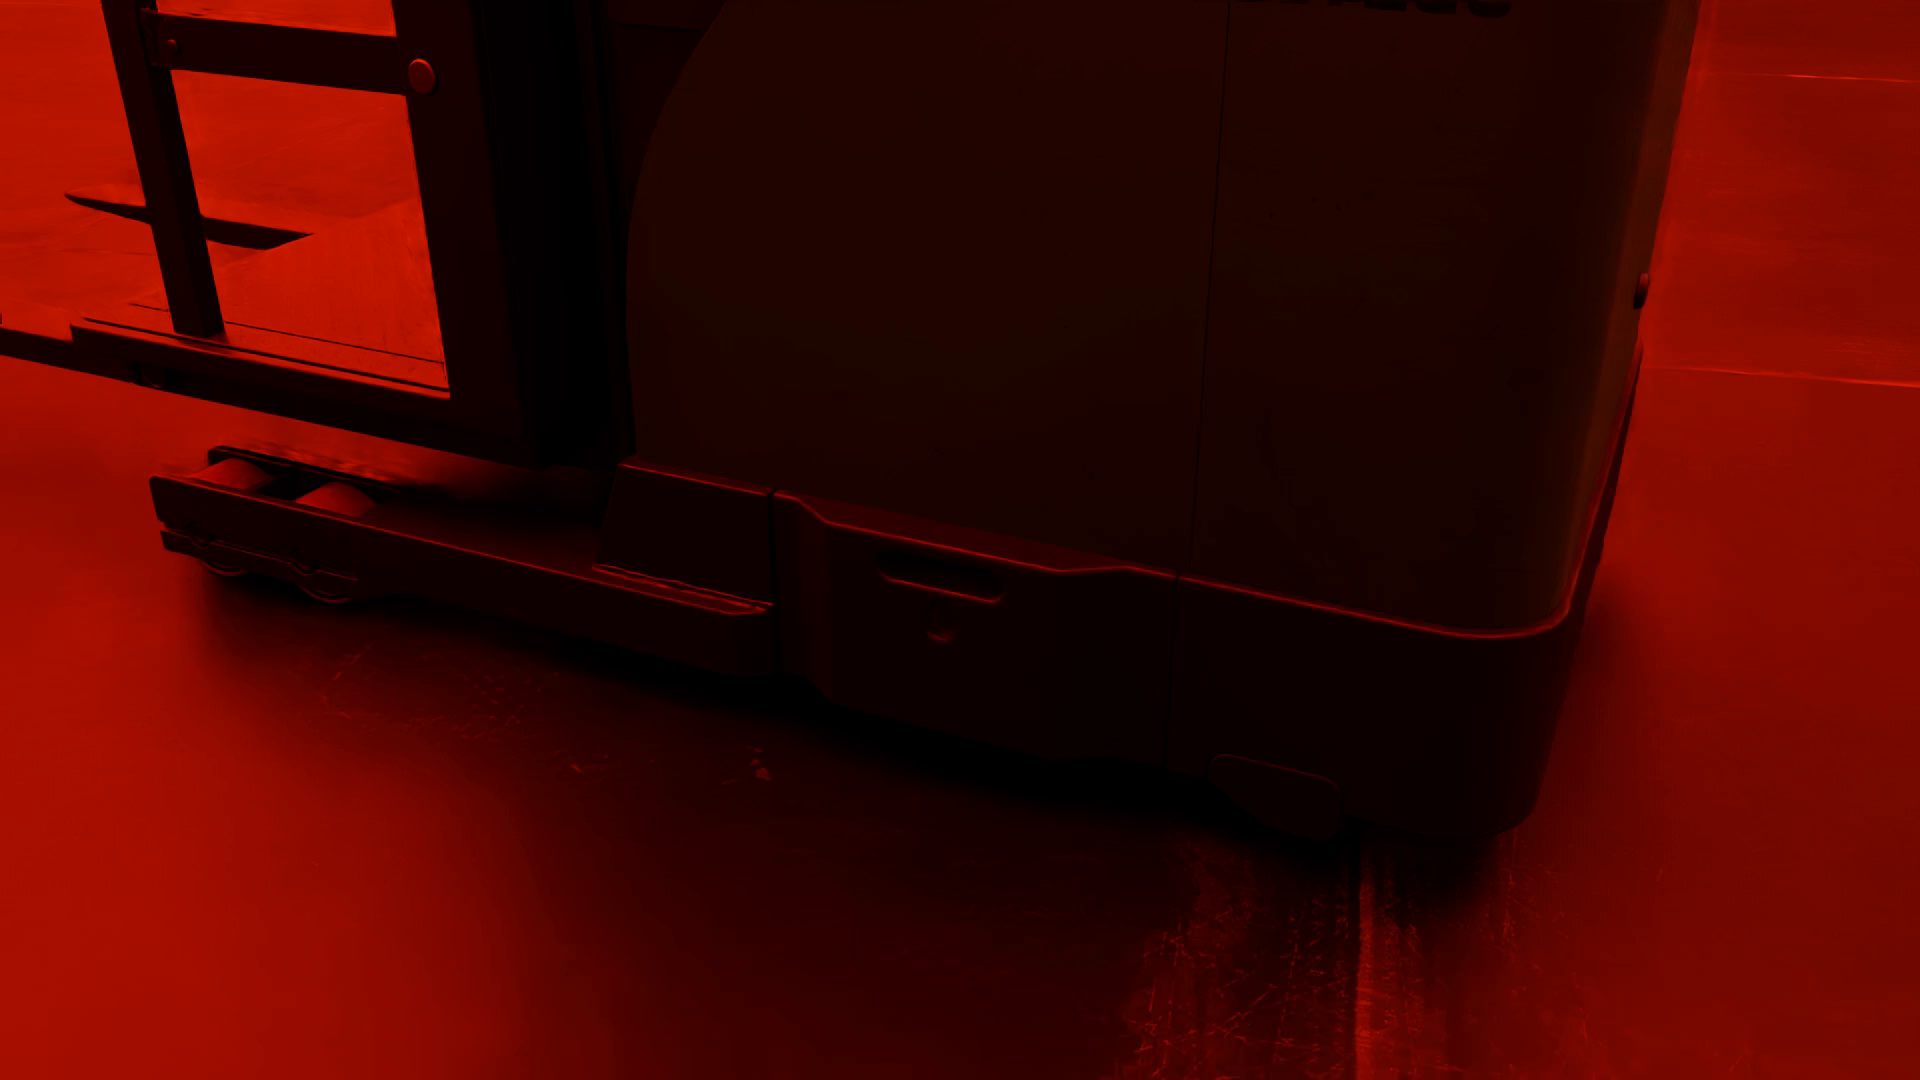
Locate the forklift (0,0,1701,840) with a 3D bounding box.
[{"bbox_3d":[-0.583,-1.421,2.062,3.031,2.935,1.130,12,29,22],"label":"forklift"}]
